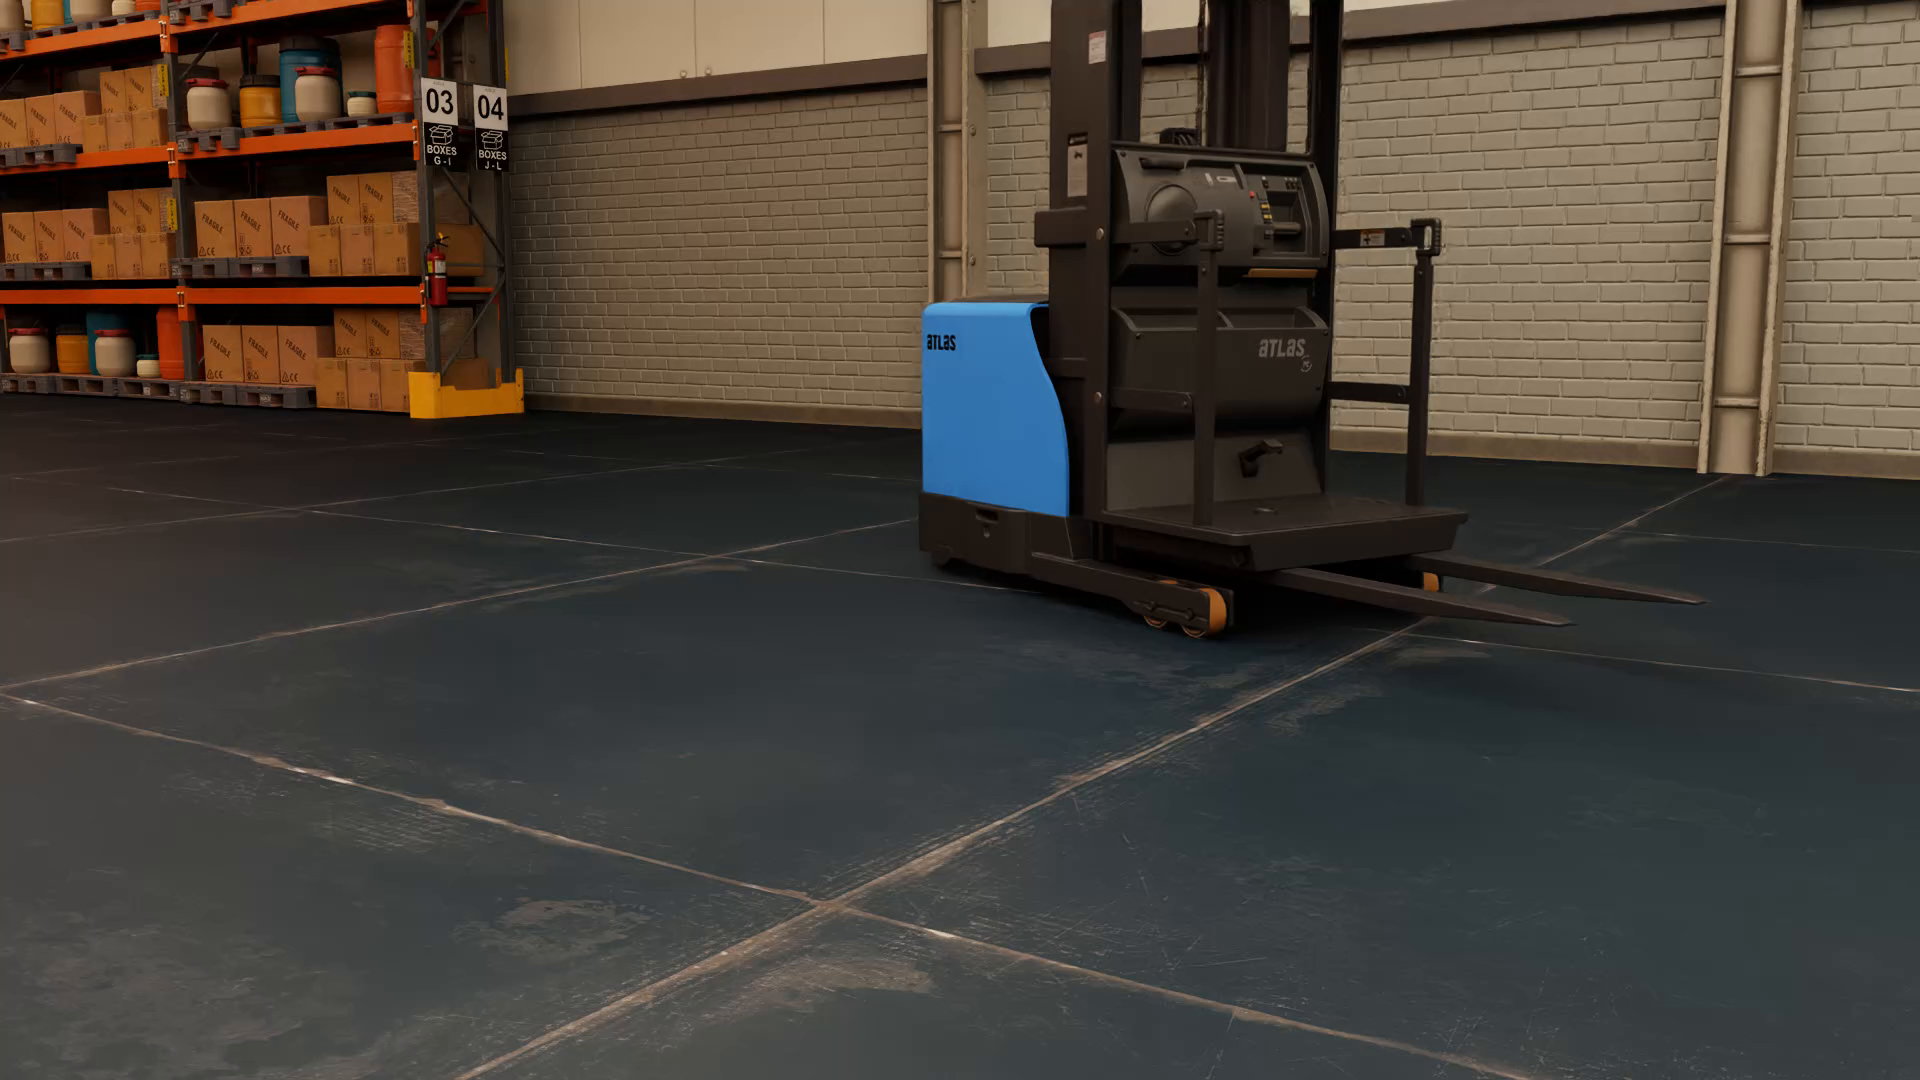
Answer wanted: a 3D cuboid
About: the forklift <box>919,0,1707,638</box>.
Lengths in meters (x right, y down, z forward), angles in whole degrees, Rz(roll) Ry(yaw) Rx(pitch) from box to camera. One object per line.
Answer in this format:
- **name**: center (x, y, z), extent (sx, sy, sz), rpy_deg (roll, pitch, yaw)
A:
- **forklift**: center (1.053, -1.209, 5.695), extent (1.130, 2.935, 3.031), rpy_deg (-5, 10, -33)
